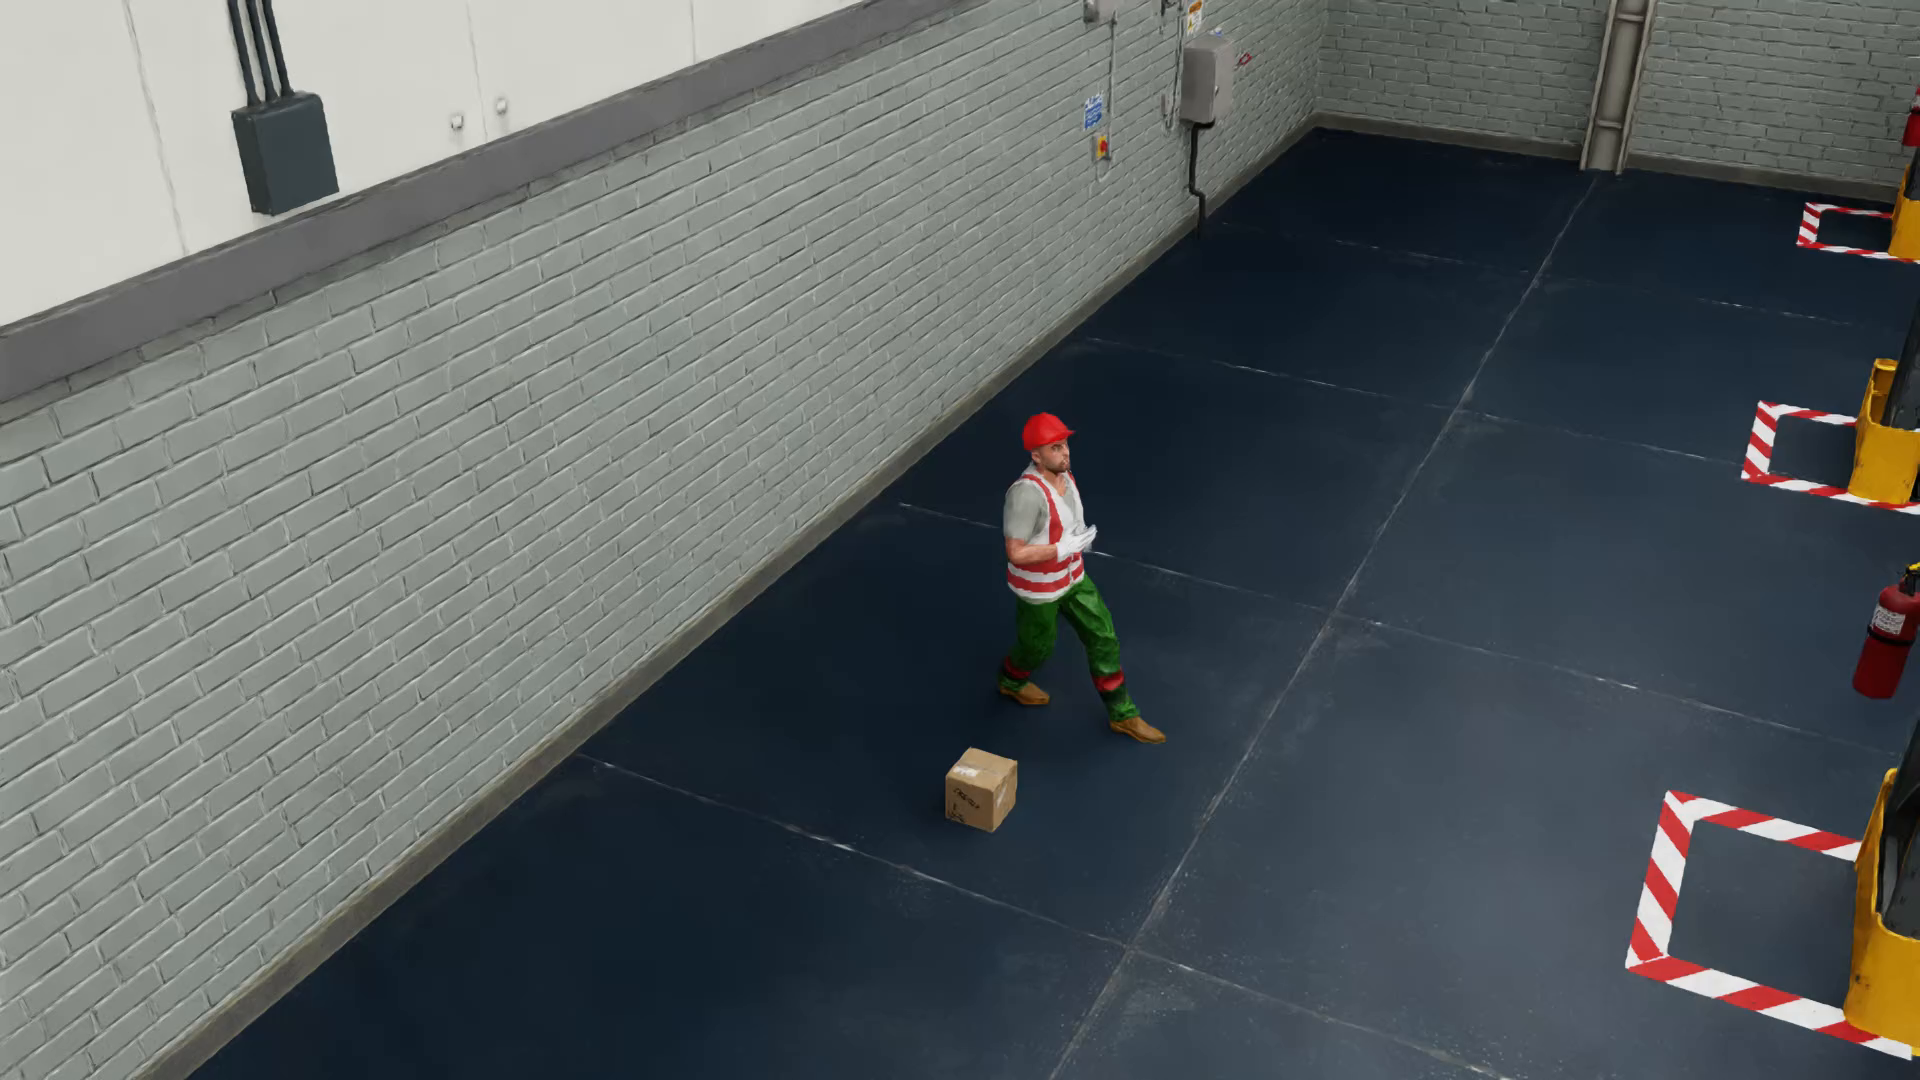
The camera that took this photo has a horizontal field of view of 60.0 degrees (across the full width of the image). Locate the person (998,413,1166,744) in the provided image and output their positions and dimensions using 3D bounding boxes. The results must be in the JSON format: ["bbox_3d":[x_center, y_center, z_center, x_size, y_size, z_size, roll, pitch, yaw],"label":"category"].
[{"bbox_3d":[0.494,0.234,7.956,0.918,1.729,0.648,22,37,33],"label":"person"}]
